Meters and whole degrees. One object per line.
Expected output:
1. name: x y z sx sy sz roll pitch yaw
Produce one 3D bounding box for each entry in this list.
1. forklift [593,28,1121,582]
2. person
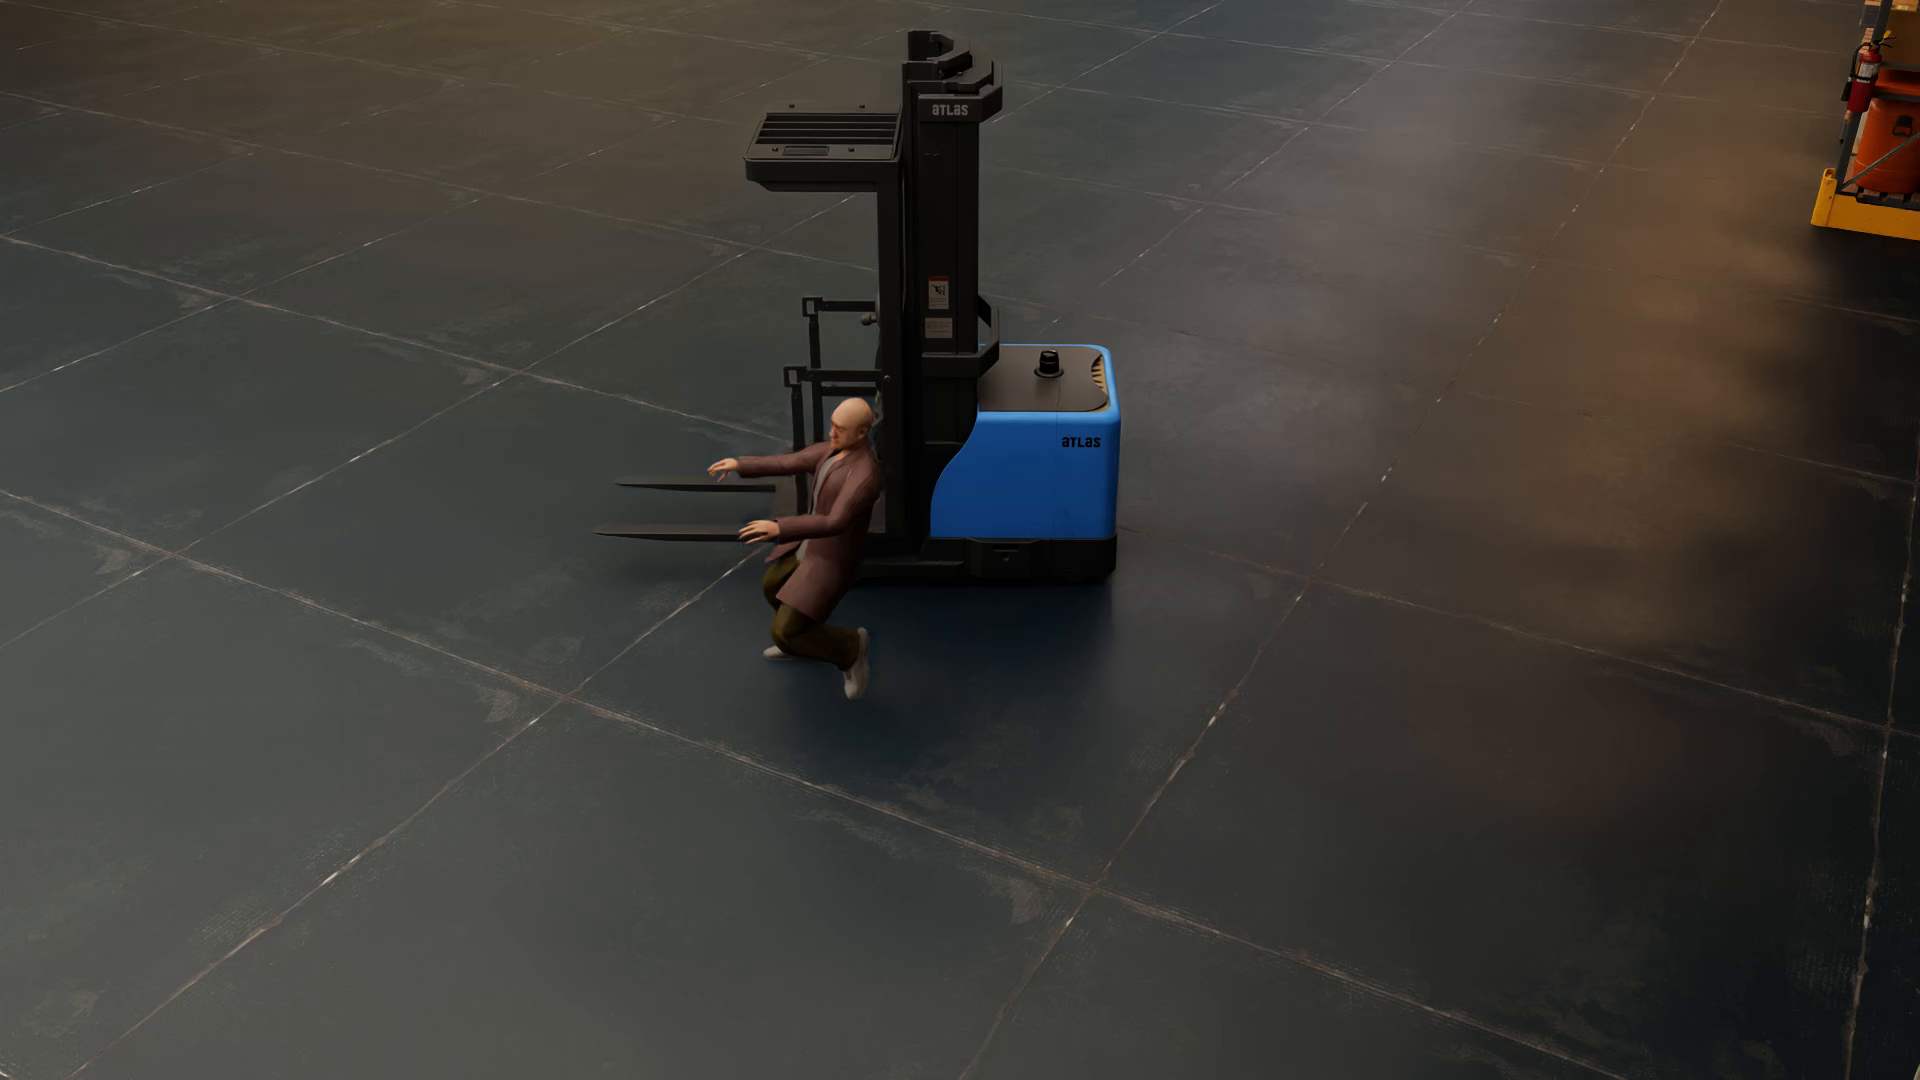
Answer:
1. forklift: -0.610 -1.275 9.279 3.031 2.935 1.130 0 30 1
2. person: -0.800 0.050 8.331 0.767 1.622 0.913 -8 31 -14
